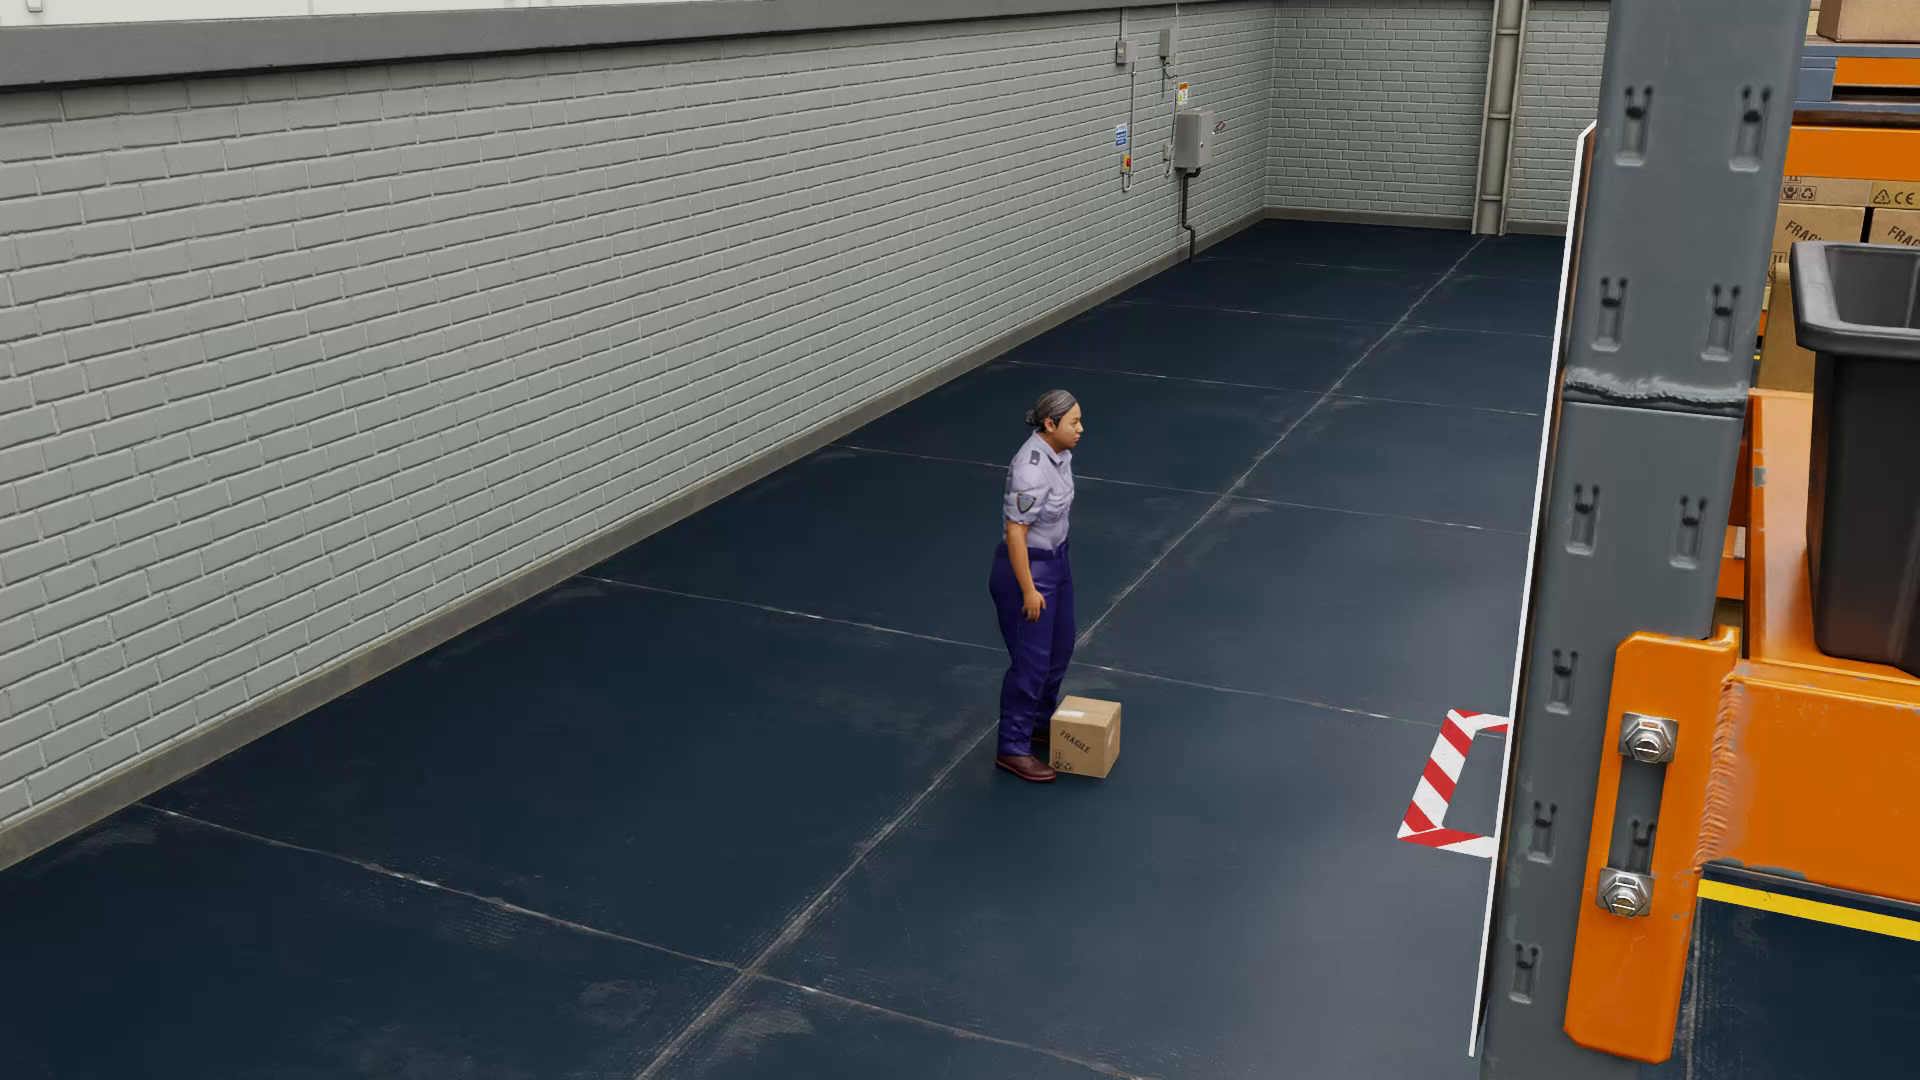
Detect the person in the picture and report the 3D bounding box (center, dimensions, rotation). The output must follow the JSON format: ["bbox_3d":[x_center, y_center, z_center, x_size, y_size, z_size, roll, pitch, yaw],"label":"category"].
[{"bbox_3d":[0.332,0.169,7.113,0.367,1.638,0.564,7,20,20],"label":"person"}]
